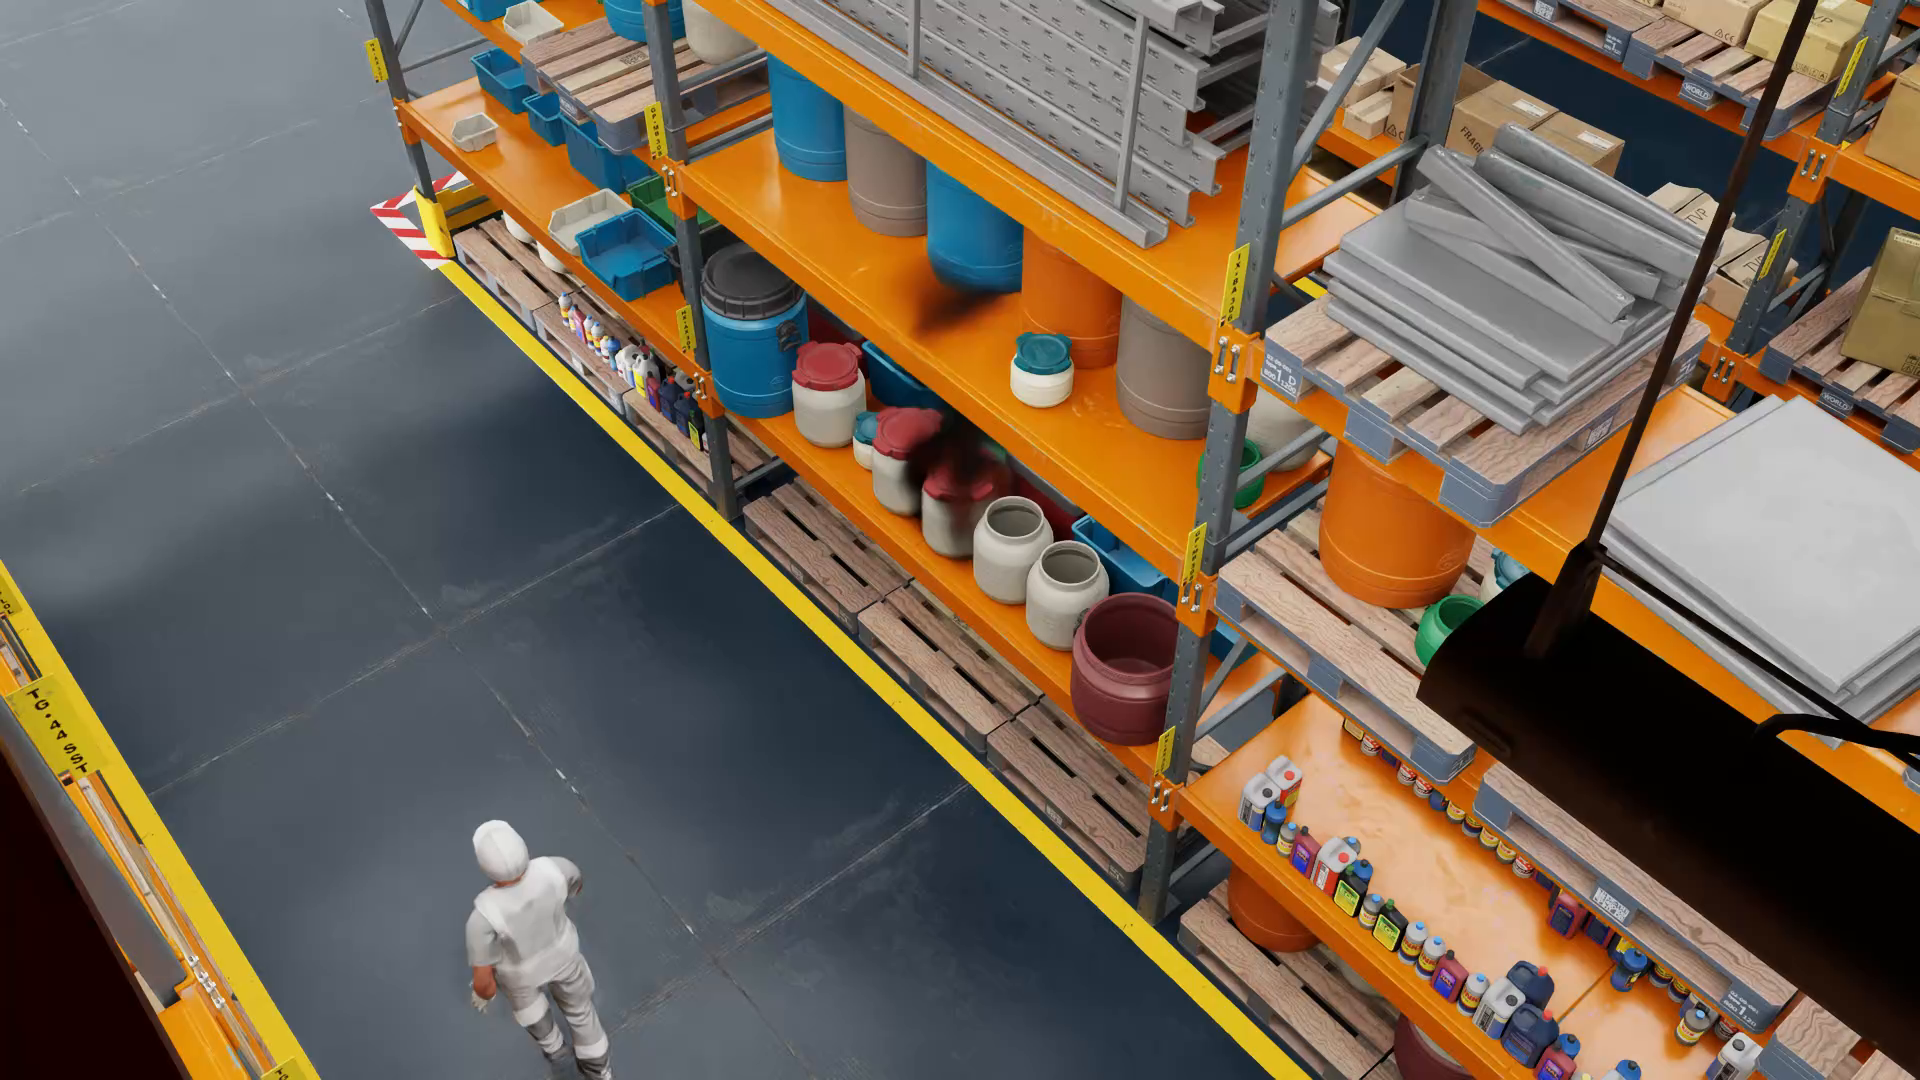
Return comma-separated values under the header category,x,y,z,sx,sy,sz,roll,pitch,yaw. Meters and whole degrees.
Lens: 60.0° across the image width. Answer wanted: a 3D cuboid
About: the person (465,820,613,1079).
category,x,y,z,sx,sy,sz,roll,pitch,yaw
person,-1.965,1.888,7.585,0.654,1.821,0.759,-30,53,-26
